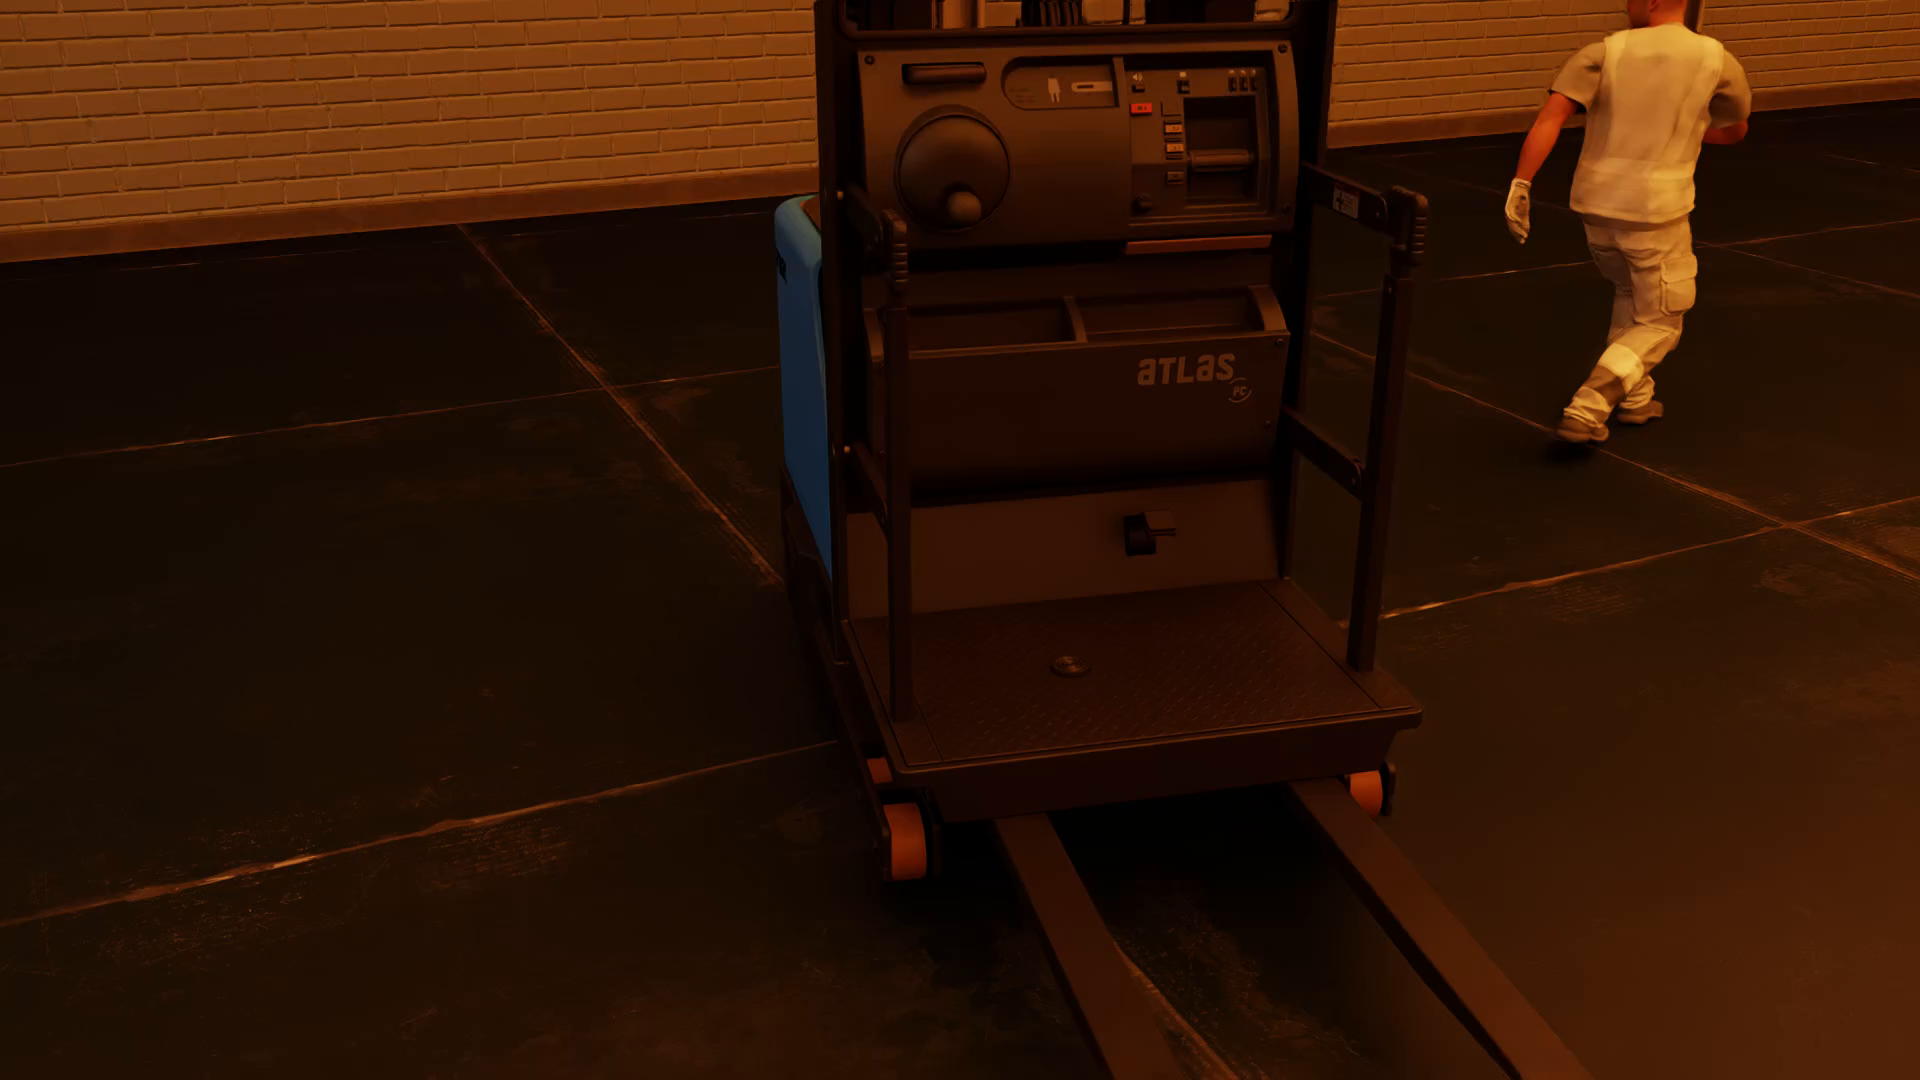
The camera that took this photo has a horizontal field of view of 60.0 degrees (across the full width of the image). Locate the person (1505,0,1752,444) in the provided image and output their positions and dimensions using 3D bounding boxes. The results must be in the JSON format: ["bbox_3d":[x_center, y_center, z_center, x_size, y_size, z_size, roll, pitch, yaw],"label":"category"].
[{"bbox_3d":[2.317,-1.150,5.709,0.569,1.700,0.937,20,30,39],"label":"person"}]

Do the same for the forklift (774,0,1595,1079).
[{"bbox_3d":[0.304,-0.810,3.236,1.130,2.935,3.031,-5,23,-12],"label":"forklift"}]
